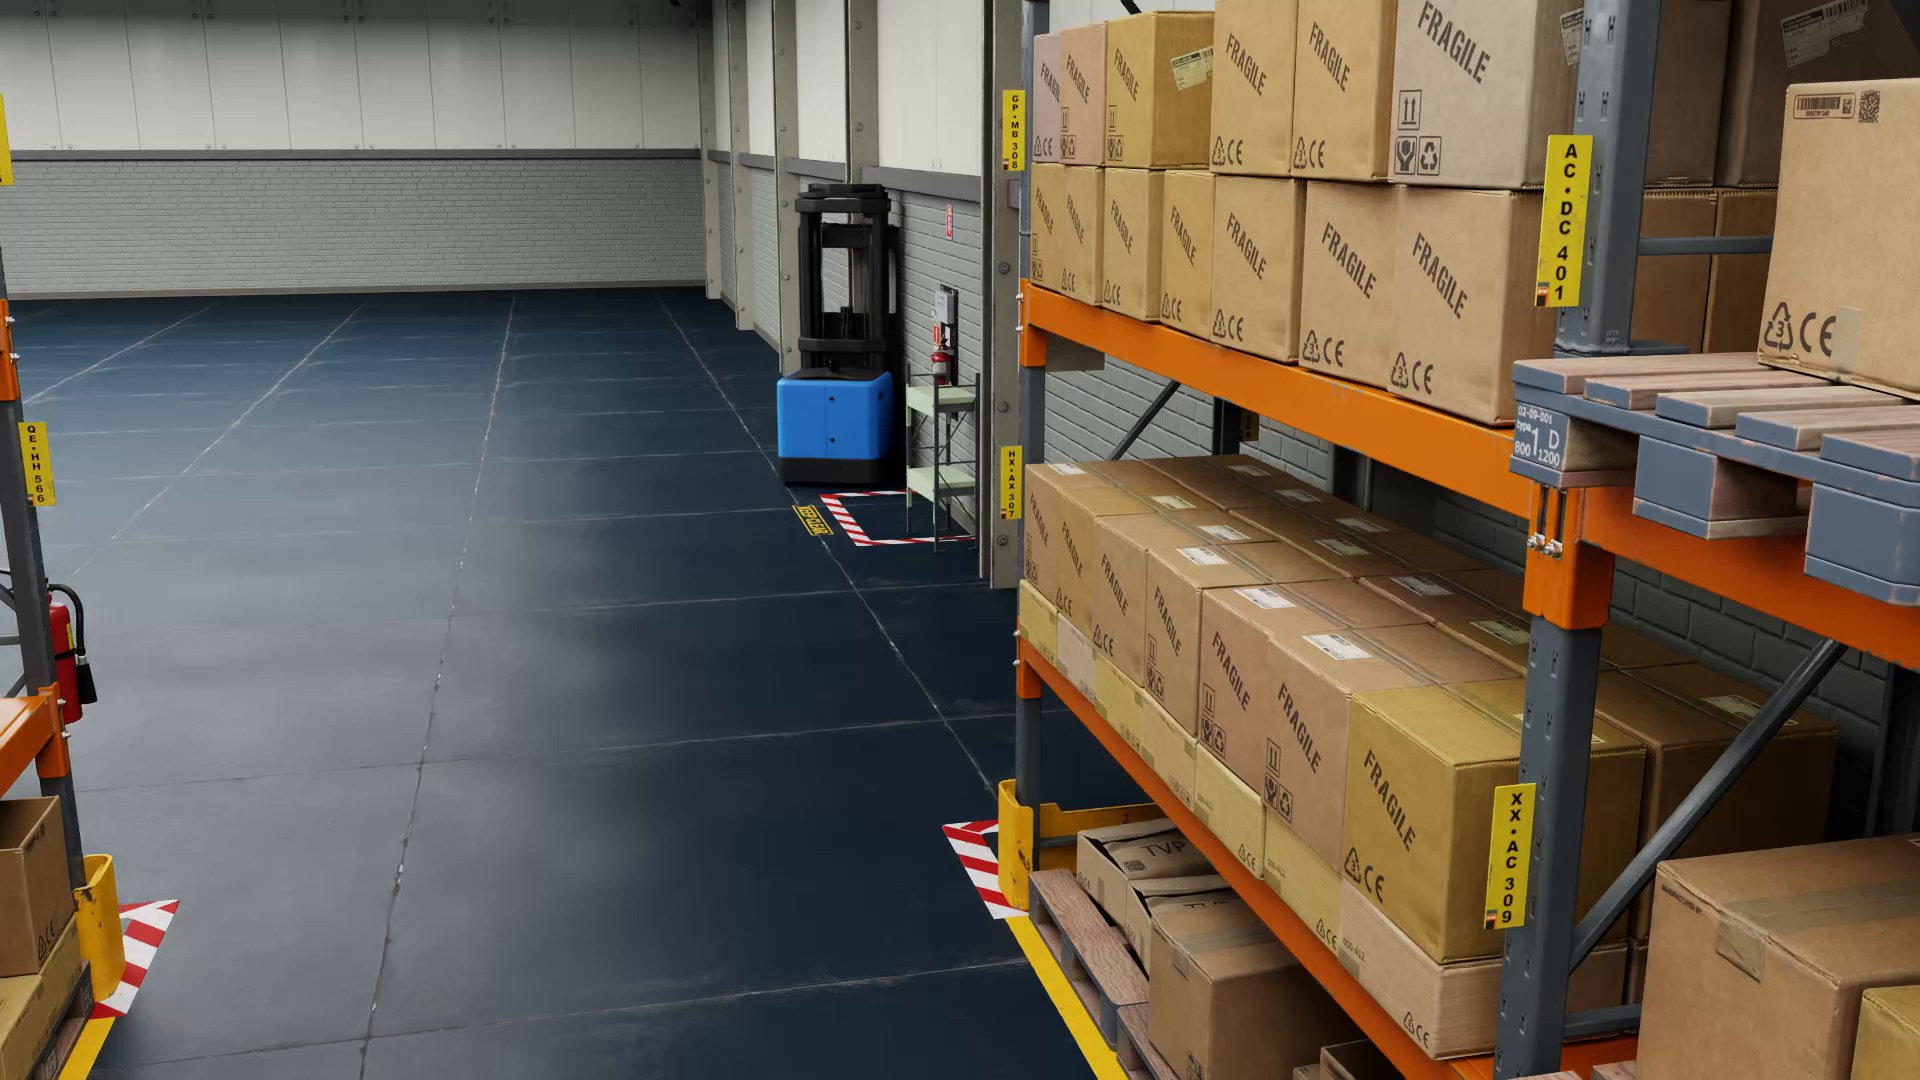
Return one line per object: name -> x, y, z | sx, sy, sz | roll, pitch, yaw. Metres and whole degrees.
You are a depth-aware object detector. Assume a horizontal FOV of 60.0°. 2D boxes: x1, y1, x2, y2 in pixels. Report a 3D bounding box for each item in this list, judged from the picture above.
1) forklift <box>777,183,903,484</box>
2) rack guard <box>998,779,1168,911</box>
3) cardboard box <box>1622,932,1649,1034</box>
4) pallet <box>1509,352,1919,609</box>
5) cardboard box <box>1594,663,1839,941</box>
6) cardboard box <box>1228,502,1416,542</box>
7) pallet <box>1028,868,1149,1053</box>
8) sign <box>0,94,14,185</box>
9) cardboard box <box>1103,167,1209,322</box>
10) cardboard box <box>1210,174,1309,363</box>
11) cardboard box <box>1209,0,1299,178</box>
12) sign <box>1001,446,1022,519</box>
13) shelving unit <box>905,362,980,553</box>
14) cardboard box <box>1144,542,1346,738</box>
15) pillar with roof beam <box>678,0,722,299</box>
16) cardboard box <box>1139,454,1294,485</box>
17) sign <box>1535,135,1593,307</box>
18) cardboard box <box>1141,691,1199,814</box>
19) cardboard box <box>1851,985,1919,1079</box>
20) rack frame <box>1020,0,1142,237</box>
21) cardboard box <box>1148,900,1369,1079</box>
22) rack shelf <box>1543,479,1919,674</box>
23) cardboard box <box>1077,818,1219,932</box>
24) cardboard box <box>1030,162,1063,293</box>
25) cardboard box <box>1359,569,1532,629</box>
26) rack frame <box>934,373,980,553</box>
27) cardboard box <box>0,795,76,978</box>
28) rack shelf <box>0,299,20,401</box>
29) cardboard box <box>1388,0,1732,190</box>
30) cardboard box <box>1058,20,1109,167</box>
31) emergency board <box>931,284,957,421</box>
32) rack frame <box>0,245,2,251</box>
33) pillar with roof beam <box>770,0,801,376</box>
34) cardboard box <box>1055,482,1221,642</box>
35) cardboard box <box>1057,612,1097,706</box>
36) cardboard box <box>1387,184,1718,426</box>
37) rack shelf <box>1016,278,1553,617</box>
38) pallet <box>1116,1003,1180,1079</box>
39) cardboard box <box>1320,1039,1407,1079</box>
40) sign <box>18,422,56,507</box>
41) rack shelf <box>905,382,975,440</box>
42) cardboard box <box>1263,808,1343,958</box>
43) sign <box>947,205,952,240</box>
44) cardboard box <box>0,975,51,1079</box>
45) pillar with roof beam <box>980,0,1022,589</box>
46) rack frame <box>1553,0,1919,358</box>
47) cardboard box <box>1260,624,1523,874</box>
forklift -> -1.090, -2.278, 17.575 | 1.130, 2.935, 3.031 | 2, 14, 8
rack guard -> 0.774, 1.370, 7.765 | 1.175, 0.500, 0.348 | -3, 14, -13
cardboard box -> 1.794, 1.004, 4.271 | 0.500, 0.250, 0.500 | -3, 14, -13
pallet -> 1.737, -0.156, 2.822 | 1.213, 0.211, 1.003 | -3, 14, -13
cardboard box -> 1.788, 0.640, 4.181 | 0.500, 0.500, 0.500 | -4, 14, -14
cardboard box -> 1.308, 0.170, 6.105 | 0.500, 0.500, 0.500 | -4, 14, -15
pallet -> 0.930, 1.700, 7.024 | 1.003, 0.211, 1.213 | -3, 14, -13
sign -> -3.527, -1.460, 6.065 | 0.100, 0.325, 0.005 | -3, 14, -13
cardboard box -> 0.809, -1.040, 5.792 | 0.500, 0.500, 0.500 | -3, 14, -11
cardboard box -> 1.063, -0.800, 4.808 | 0.500, 0.500, 0.500 | -4, 14, -15
cardboard box -> 1.043, -1.286, 4.691 | 0.500, 0.500, 0.500 | -4, 14, -15
sign -> 0.229, -0.252, 7.313 | 0.100, 0.325, 0.005 | -3, 14, -13
shelving unit -> -0.149, -0.724, 14.229 | 0.431, 1.500, 0.755 | -5, 15, -19
cardboard box -> 0.931, 0.317, 5.504 | 0.500, 0.500, 0.500 | -3, 14, -11
pillar with roof beam -> -9.469, -9.343, 33.710 | 9.100, 9.000, 0.548 | -3, 14, -13
cardboard box -> 1.073, -0.066, 7.070 | 0.500, 0.500, 0.500 | -3, 14, -14
sign -> 1.170, -0.615, 3.214 | 0.100, 0.325, 0.005 | -3, 14, -13
cardboard box -> 0.928, 0.686, 5.575 | 0.500, 0.250, 0.500 | -3, 14, -13
cardboard box -> 1.906, 1.048, 2.681 | 0.700, 0.500, 0.500 | -2, 14, -7
rack frame -> 0.756, -2.776, 6.828 | 1.000, 3.000, 0.127 | -3, 14, -13
cardboard box -> 1.089, 1.607, 5.868 | 0.700, 0.500, 0.500 | -4, 14, -17
rack shelf -> 2.165, 0.415, 1.604 | 1.077, 0.370, 4.000 | -3, 14, -13
cardboard box -> 0.831, 1.396, 7.133 | 0.500, 0.311, 0.500 | -5, 15, -20
cardboard box -> 0.592, -1.286, 6.797 | 0.500, 0.500, 0.500 | -3, 14, -12
cardboard box -> 1.559, 0.405, 5.142 | 0.500, 0.500, 0.500 | -3, 14, -12
rack frame -> -0.023, -0.642, 13.895 | 0.400, 1.500, 0.023 | -5, 15, -19
cardboard box -> -3.643, 1.290, 6.155 | 0.500, 0.500, 0.500 | -3, 14, -13
rack shelf -> -3.588, -0.231, 4.247 | 1.077, 0.370, 4.000 | -3, 14, -13
cardboard box -> 1.314, -1.040, 3.685 | 0.500, 0.500, 0.500 | -5, 14, -18
cardboard box -> 0.679, -1.642, 6.147 | 0.500, 0.500, 0.500 | -3, 14, -14
emergency board -> -0.191, -1.705, 15.084 | 0.194, 1.169, 0.643 | -3, 14, -13
rack frame -> -4.058, -2.499, 5.694 | 1.000, 3.000, 0.127 | -3, 14, -13
pillar with roof beam -> -6.651, -6.575, 22.379 | 9.100, 9.000, 0.400 | -3, 14, -13
cardboard box -> 0.683, 0.079, 6.478 | 0.500, 0.500, 0.500 | -3, 14, -13
cardboard box -> 0.698, 0.451, 6.535 | 0.500, 0.250, 0.500 | -4, 14, -15
cardboard box -> 1.336, -0.557, 3.815 | 0.500, 0.500, 0.500 | -3, 14, -12
rack shelf -> 1.226, -0.508, 5.381 | 1.077, 0.370, 4.000 | -3, 14, -13
pallet -> 1.213, 1.981, 5.874 | 1.003, 0.211, 1.213 | -3, 14, -13
cardboard box -> 1.413, 1.825, 4.978 | 0.500, 0.500, 0.500 | -4, 14, -17
sign -> -3.527, -0.289, 6.351 | 0.100, 0.325, 0.005 | -3, 14, -13
rack shelf -> -0.149, -1.103, 14.136 | 0.431, 0.370, 0.720 | -5, 15, -19
cardboard box -> 1.181, 0.917, 4.629 | 0.500, 0.250, 0.500 | -3, 14, -13
sign -> -0.096, -2.838, 14.839 | 0.001, 0.298, 0.199 | -3, 14, -13
cardboard box -> -3.516, 1.769, 5.774 | 0.500, 0.250, 0.500 | -3, 14, -13
pillar with roof beam -> -3.832, -3.807, 11.048 | 9.100, 9.000, 0.400 | -3, 14, -13
rack frame -> 1.696, -1.853, 3.051 | 1.000, 3.000, 0.127 | -3, 14, -13
cardboard box -> 1.161, 0.554, 4.535 | 0.500, 0.500, 0.500 | -3, 14, -14
